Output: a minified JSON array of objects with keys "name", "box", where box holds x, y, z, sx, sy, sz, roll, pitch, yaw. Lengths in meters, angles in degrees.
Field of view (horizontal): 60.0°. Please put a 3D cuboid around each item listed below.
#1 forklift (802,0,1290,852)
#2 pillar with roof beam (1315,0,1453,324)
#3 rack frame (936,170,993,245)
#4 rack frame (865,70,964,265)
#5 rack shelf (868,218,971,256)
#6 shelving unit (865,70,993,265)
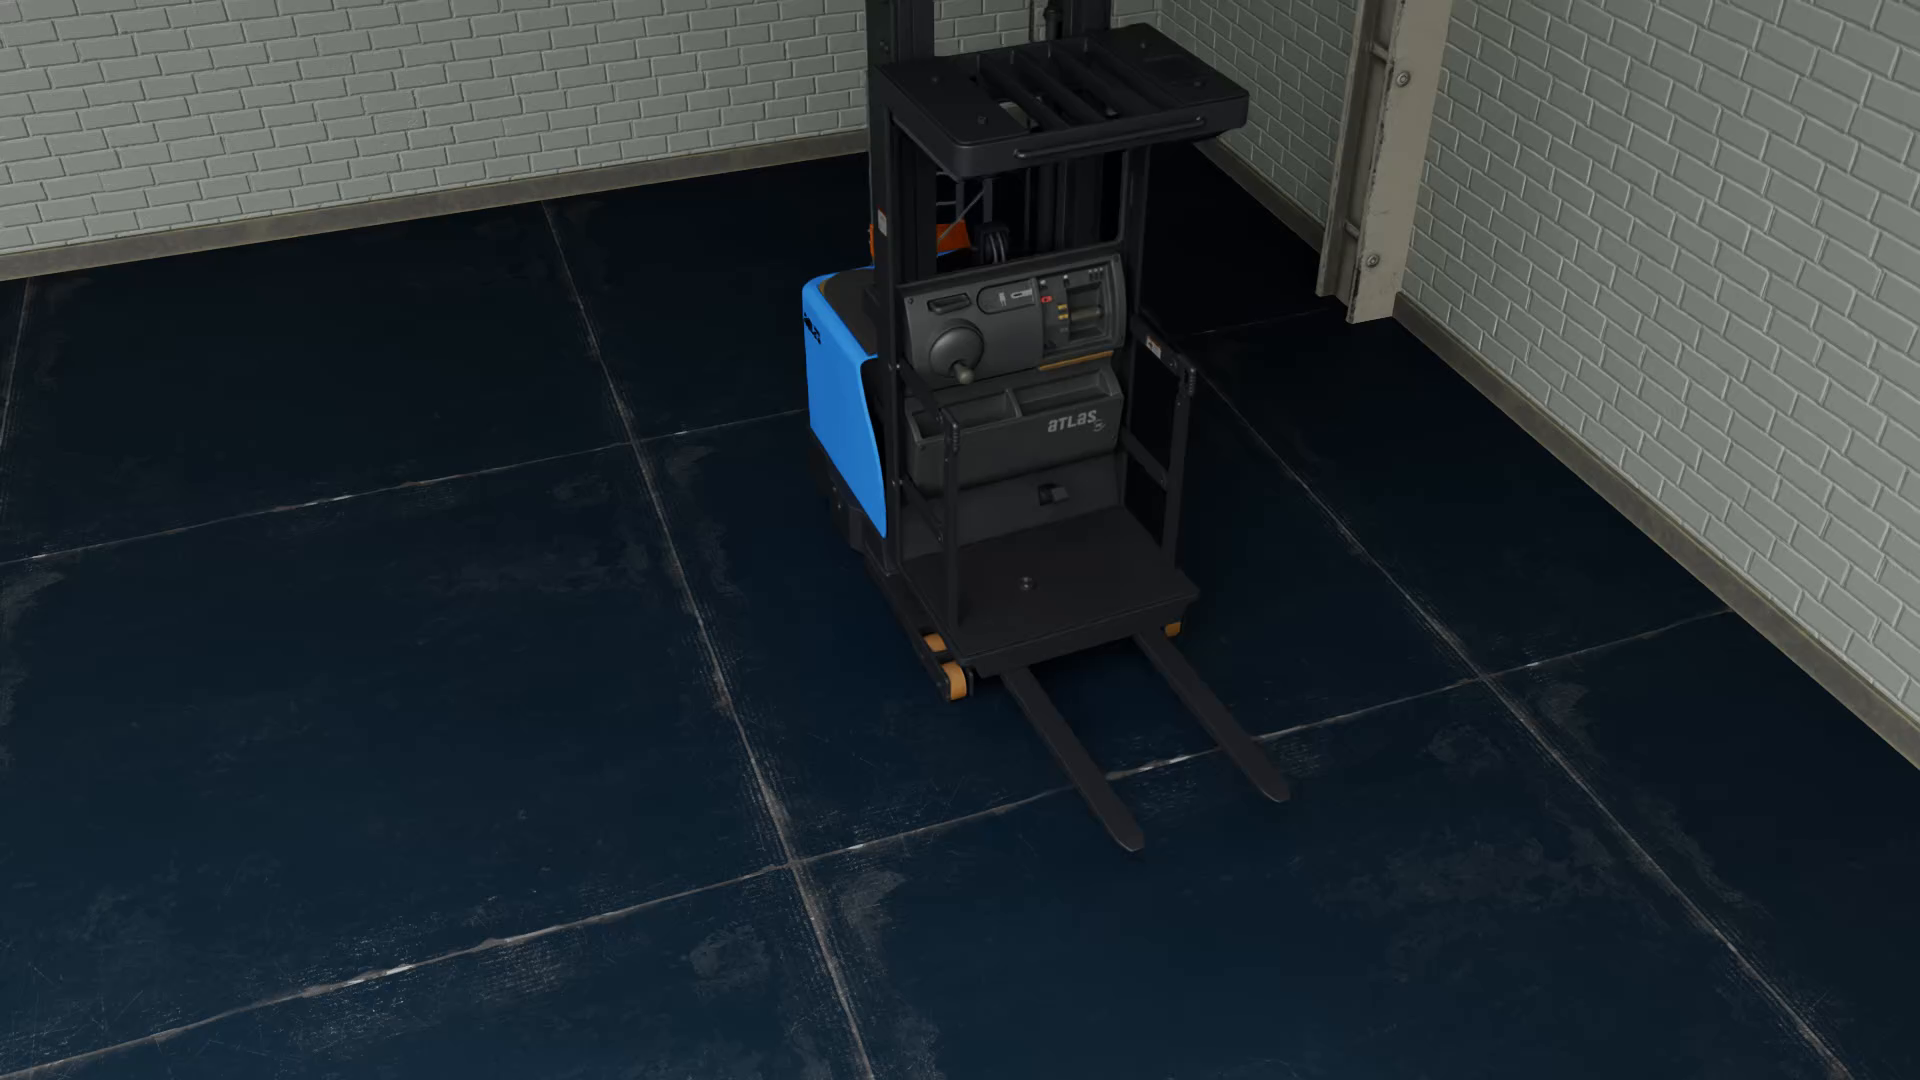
[{"name":"forklift","box":[0.313,-0.801,6.377,1.130,2.935,3.031,-15,39,-18]},{"name":"pillar with roof beam","box":[-1.769,-4.063,5.665,9.100,9.000,0.400,-12,39,-16]},{"name":"rack frame","box":[-0.099,-1.185,8.076,0.500,1.500,0.032,-5,37,-6]},{"name":"rack frame","box":[-0.231,-1.791,8.881,0.500,1.500,0.032,-5,37,-6]},{"name":"rack shelf","box":[-0.165,-1.344,8.587,0.538,0.185,1.000,-5,37,-6]},{"name":"shelving unit","box":[-0.163,-1.483,8.472,0.587,1.500,1.083,-5,37,-6]}]
